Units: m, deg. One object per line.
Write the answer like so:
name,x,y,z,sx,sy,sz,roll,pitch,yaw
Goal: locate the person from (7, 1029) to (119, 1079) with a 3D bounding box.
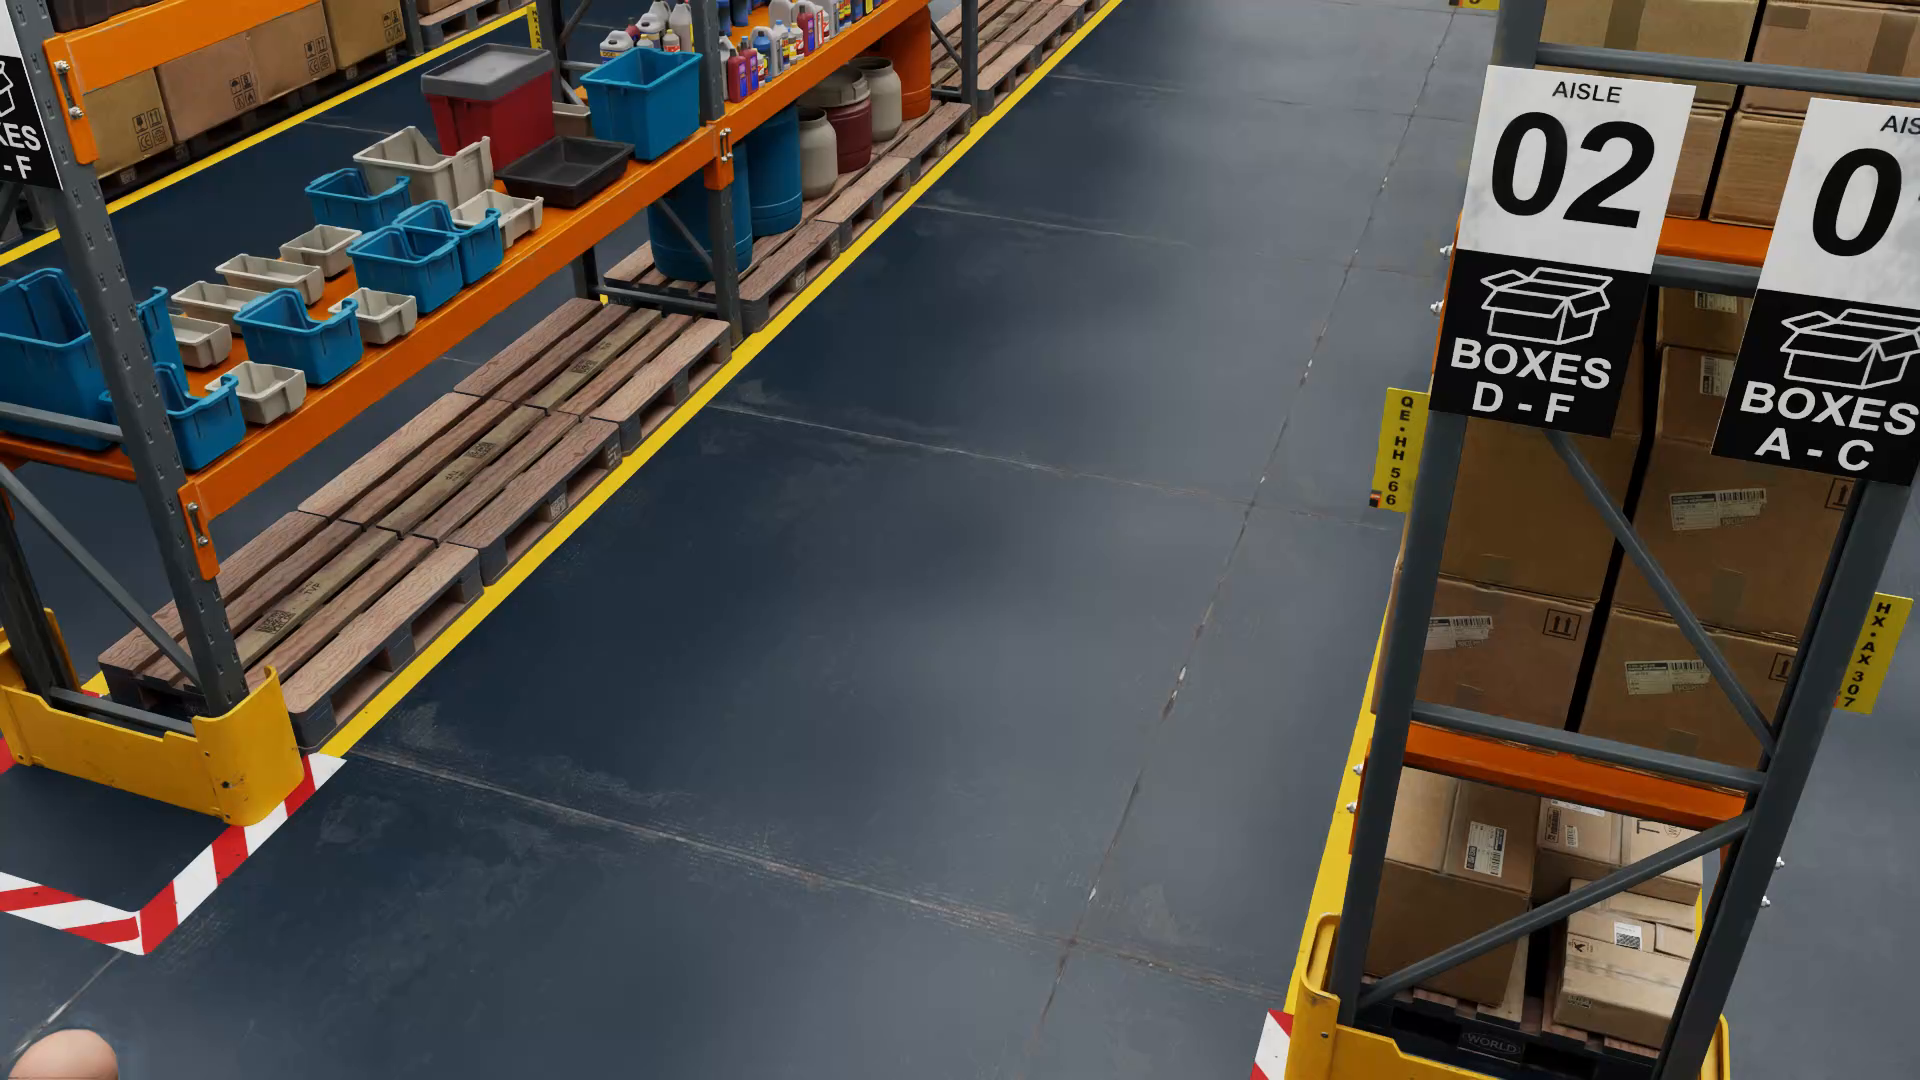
person,-1.775,1.675,3.595,0.554,1.679,0.979,16,36,23
